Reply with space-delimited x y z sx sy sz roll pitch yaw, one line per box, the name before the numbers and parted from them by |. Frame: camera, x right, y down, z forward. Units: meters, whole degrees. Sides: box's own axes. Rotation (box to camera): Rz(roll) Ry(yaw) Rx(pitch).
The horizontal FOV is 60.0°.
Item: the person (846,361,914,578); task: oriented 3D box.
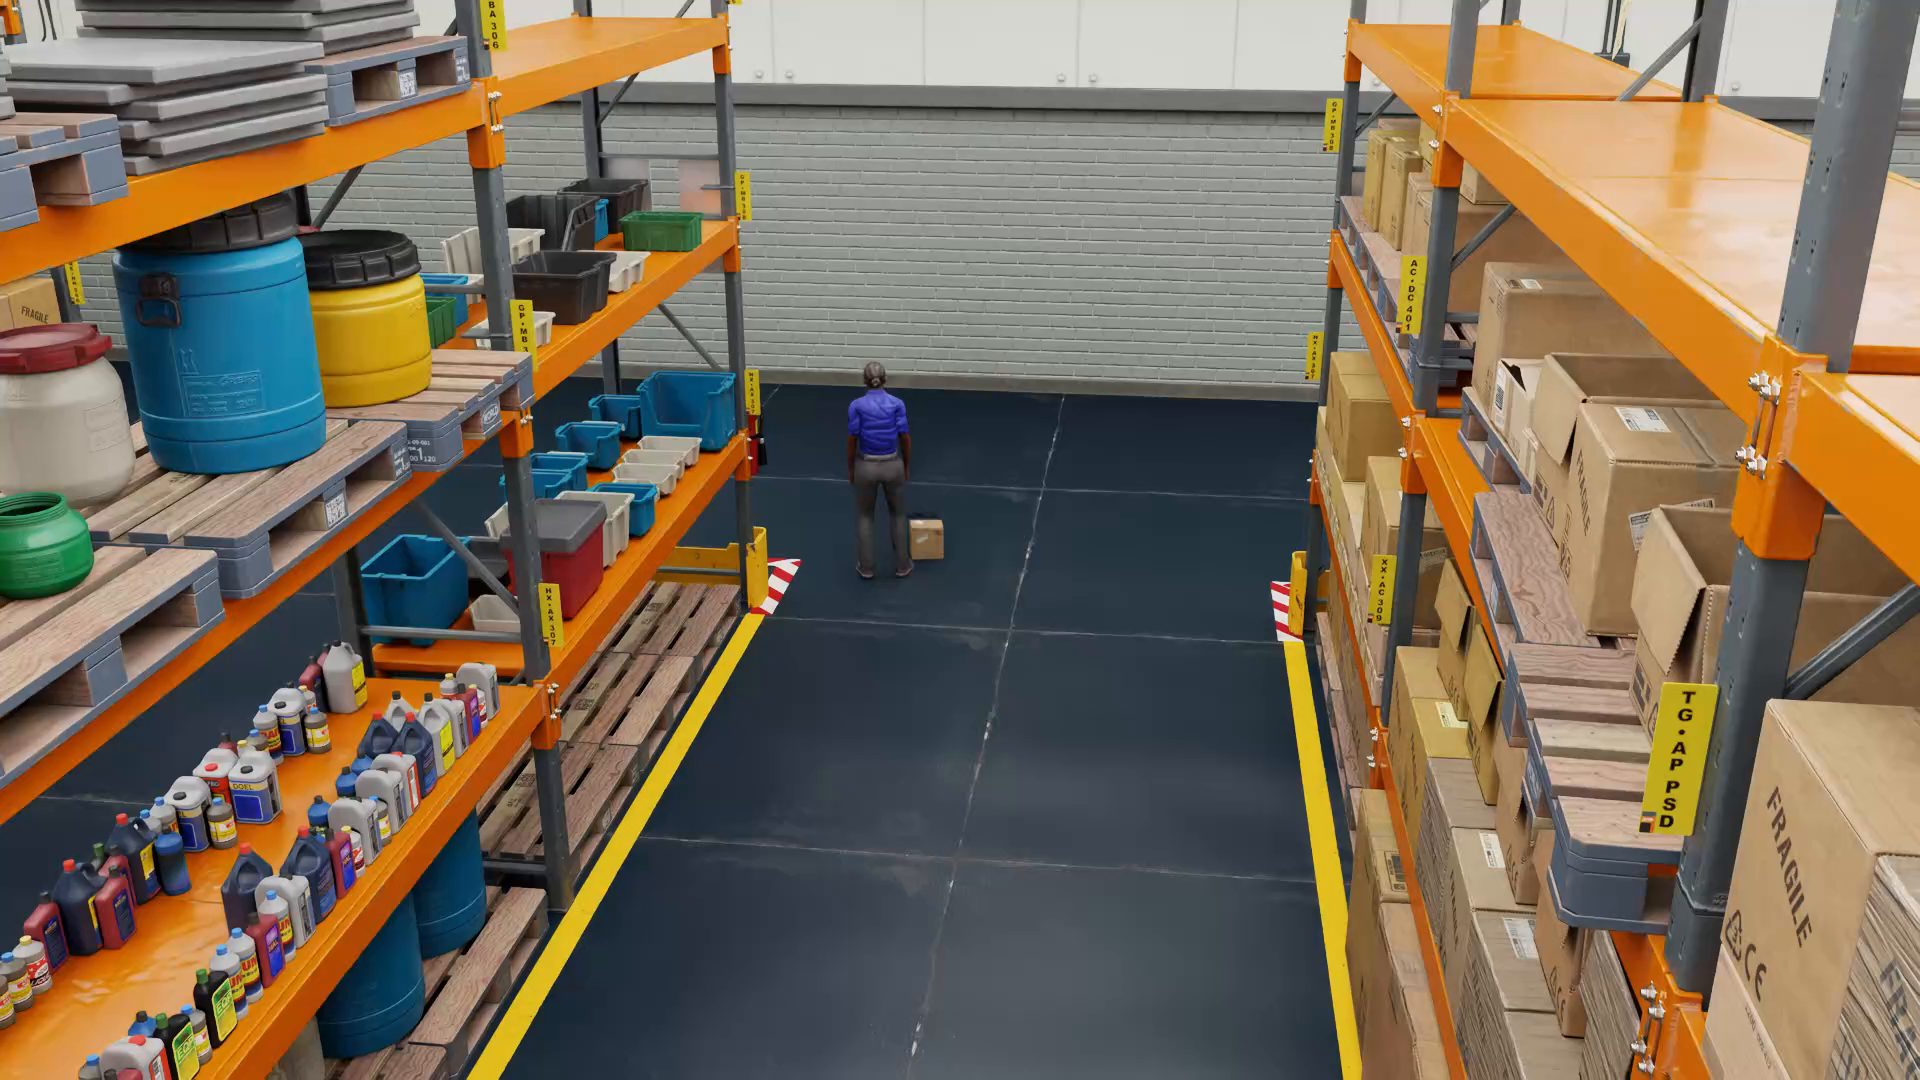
person | -0.597 -0.518 12.416 0.503 1.656 0.345 -2 21 -4
